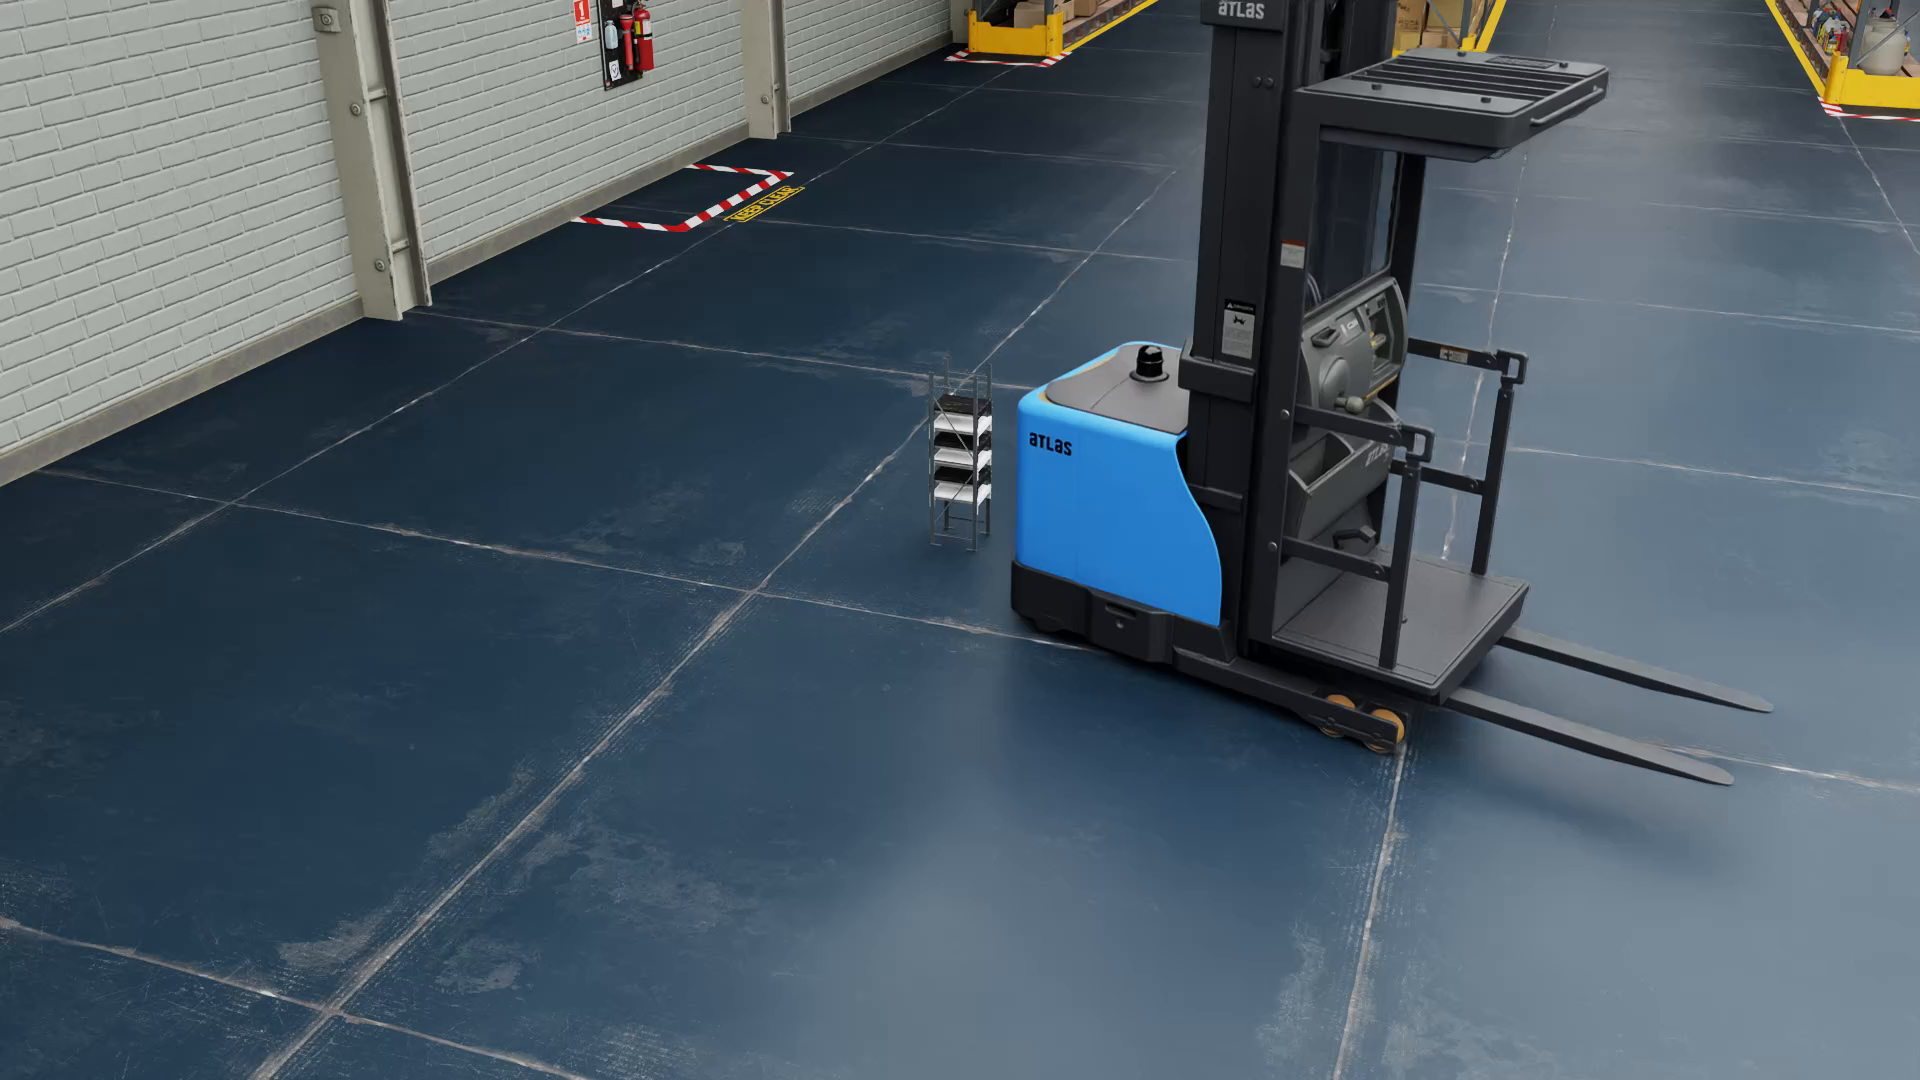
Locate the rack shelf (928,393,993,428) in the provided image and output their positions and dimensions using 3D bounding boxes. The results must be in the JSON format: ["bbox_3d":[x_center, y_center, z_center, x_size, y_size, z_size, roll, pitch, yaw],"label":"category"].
[{"bbox_3d":[0.003,-0.621,7.958,0.258,0.077,0.200,9,27,17],"label":"rack shelf"}]

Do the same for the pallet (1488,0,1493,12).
[{"bbox_3d":[7.283,-7.948,24.424,1.003,0.211,1.213,9,27,17],"label":"pallet"}]

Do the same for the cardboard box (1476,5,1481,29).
[{"bbox_3d":[6.394,-6.710,21.339,0.500,0.250,0.500,9,27,17],"label":"cardboard box"}]

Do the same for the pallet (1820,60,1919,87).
[{"bbox_3d":[10.265,-5.144,18.633,1.003,0.211,1.213,9,27,17],"label":"pallet"}]

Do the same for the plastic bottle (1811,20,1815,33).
[{"bbox_3d":[10.753,-6.460,20.856,0.097,0.201,0.097,0,26,0],"label":"plastic bottle"}]

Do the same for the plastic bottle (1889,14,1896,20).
[{"bbox_3d":[11.226,-6.160,20.065,0.144,0.351,0.185,9,27,17],"label":"plastic bottle"}]

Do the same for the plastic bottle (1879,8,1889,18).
[{"bbox_3d":[11.398,-6.371,20.502,0.144,0.351,0.185,8,27,16],"label":"plastic bottle"}]

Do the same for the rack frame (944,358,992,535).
[{"bbox_3d":[0.037,-0.450,8.147,0.240,0.900,0.006,9,27,17],"label":"rack frame"}]

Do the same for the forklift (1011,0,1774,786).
[{"bbox_3d":[1.721,-0.747,6.430,3.031,2.935,1.130,17,31,32],"label":"forklift"}]

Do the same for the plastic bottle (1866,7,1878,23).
[{"bbox_3d":[11.262,-6.392,20.545,0.144,0.351,0.185,9,27,17],"label":"plastic bottle"}]

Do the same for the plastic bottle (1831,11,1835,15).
[{"bbox_3d":[10.840,-6.428,20.697,0.061,0.283,0.133,9,27,17],"label":"plastic bottle"}]

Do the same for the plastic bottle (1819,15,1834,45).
[{"bbox_3d":[10.476,-6.154,20.053,0.144,0.351,0.185,9,27,17],"label":"plastic bottle"}]

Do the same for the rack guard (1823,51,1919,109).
[{"bbox_3d":[9.990,-4.941,17.882,1.175,0.500,0.348,9,27,17],"label":"rack guard"}]

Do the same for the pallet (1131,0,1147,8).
[{"bbox_3d":[2.256,-8.174,24.890,1.003,0.211,1.213,9,27,17],"label":"pallet"}]

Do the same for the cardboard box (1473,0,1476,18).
[{"bbox_3d":[6.046,-6.638,20.331,0.500,0.500,0.500,9,27,17],"label":"cardboard box"}]

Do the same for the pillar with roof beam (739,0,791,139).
[{"bbox_3d":[2.147,-7.488,13.390,9.100,9.000,0.400,9,27,17],"label":"pillar with roof beam"}]

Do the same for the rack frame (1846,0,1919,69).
[{"bbox_3d":[10.009,-6.028,17.259,1.000,3.000,0.127,9,27,17],"label":"rack frame"}]

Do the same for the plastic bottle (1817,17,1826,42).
[{"bbox_3d":[10.523,-6.237,20.301,0.061,0.283,0.133,10,28,20],"label":"plastic bottle"}]

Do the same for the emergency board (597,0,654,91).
[{"bbox_3d":[-2.771,-4.402,13.901,0.194,1.169,0.643,9,27,17],"label":"emergency board"}]

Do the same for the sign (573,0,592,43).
[{"bbox_3d":[-3.052,-4.206,13.454,0.001,0.329,0.234,9,27,17],"label":"sign"}]

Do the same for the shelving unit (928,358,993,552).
[{"bbox_3d":[0.003,-0.408,8.061,0.258,0.900,0.210,9,27,17],"label":"shelving unit"}]

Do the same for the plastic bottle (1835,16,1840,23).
[{"bbox_3d":[10.746,-6.294,20.432,0.097,0.271,0.097,0,26,0],"label":"plastic bottle"}]

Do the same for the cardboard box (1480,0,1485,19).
[{"bbox_3d":[6.722,-7.121,22.189,0.500,0.250,0.500,9,27,17],"label":"cardboard box"}]

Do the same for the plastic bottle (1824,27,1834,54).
[{"bbox_3d":[10.229,-5.873,19.550,0.061,0.283,0.133,9,27,19],"label":"plastic bottle"}]

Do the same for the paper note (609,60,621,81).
[{"bbox_3d":[-2.895,-3.943,13.963,0.016,0.148,0.142,9,27,17],"label":"paper note"}]

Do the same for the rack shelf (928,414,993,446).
[{"bbox_3d":[0.003,-0.540,7.997,0.258,0.077,0.200,9,27,17],"label":"rack shelf"}]

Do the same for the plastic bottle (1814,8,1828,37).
[{"bbox_3d":[10.680,-6.406,20.574,0.144,0.351,0.185,10,27,19],"label":"plastic bottle"}]

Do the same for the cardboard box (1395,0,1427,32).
[{"bbox_3d":[5.237,-6.301,19.634,0.500,0.500,0.500,9,27,17],"label":"cardboard box"}]

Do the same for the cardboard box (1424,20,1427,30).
[{"bbox_3d":[5.394,-6.170,20.225,0.500,0.250,0.500,9,27,17],"label":"cardboard box"}]

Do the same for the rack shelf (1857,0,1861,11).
[{"bbox_3d":[10.675,-6.526,19.113,1.077,0.370,4.000,9,27,17],"label":"rack shelf"}]

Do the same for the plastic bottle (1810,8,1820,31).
[{"bbox_3d":[10.821,-6.575,21.013,0.097,0.271,0.097,0,26,0],"label":"plastic bottle"}]

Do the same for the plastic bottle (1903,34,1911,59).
[{"bbox_3d":[10.906,-5.698,19.203,0.097,0.271,0.097,0,26,0],"label":"plastic bottle"}]

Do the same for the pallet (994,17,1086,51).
[{"bbox_3d":[0.996,-6.570,21.577,1.003,0.211,1.213,9,27,17],"label":"pallet"}]

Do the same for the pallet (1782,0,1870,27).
[{"bbox_3d":[11.969,-7.248,22.979,1.003,0.211,1.213,9,27,17],"label":"pallet"}]

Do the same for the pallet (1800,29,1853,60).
[{"bbox_3d":[11.077,-6.147,20.704,1.003,0.211,1.213,9,27,17],"label":"pallet"}]

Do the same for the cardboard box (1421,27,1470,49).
[{"bbox_3d":[5.728,-5.888,19.642,0.500,0.250,0.500,9,27,17],"label":"cardboard box"}]

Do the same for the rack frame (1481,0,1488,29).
[{"bbox_3d":[6.670,-8.392,22.140,1.000,3.000,0.127,9,27,17],"label":"rack frame"}]

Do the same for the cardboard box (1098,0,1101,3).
[{"bbox_3d":[1.690,-7.749,23.177,0.500,0.500,0.500,7,27,14],"label":"cardboard box"}]

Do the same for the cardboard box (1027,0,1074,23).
[{"bbox_3d":[1.172,-6.958,21.760,0.500,0.311,0.500,11,28,22],"label":"cardboard box"}]

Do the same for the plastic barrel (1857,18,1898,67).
[{"bbox_3d":[10.323,-5.585,18.716,0.421,0.512,0.421,0,26,0],"label":"plastic barrel"}]

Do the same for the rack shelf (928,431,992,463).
[{"bbox_3d":[0.003,-0.459,8.036,0.258,0.077,0.200,9,27,17],"label":"rack shelf"}]

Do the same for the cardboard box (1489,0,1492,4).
[{"bbox_3d":[7.210,-7.683,23.350,0.500,0.250,0.500,9,27,19],"label":"cardboard box"}]

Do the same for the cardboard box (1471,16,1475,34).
[{"bbox_3d":[6.057,-6.299,20.491,0.500,0.250,0.500,9,27,17],"label":"cardboard box"}]

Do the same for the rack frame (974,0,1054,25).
[{"bbox_3d":[0.667,-7.465,20.226,1.000,3.000,0.127,9,27,17],"label":"rack frame"}]

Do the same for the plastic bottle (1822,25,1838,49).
[{"bbox_3d":[10.363,-5.975,19.770,0.152,0.276,0.135,8,27,16],"label":"plastic bottle"}]
